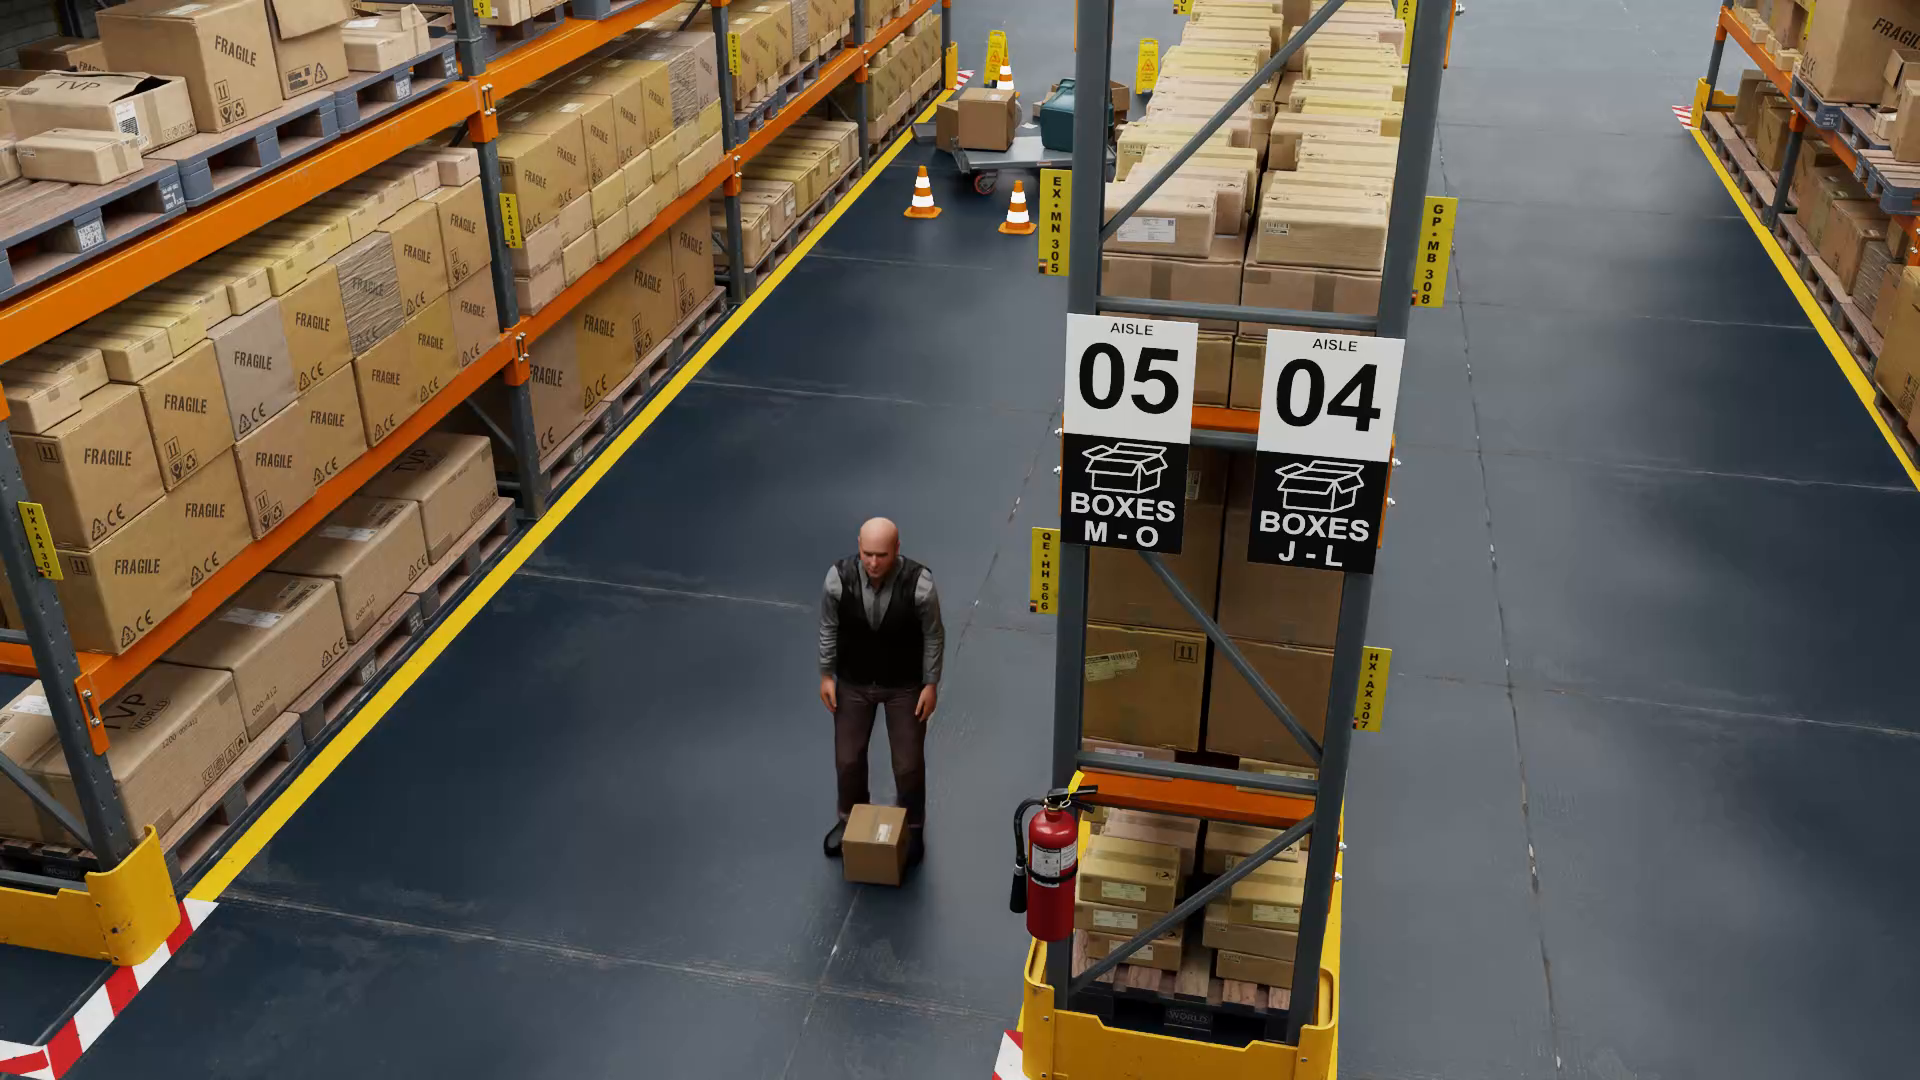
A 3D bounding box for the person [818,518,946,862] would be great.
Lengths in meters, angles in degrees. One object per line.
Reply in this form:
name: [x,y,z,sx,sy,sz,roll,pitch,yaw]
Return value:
person: [-0.349,0.640,7.474,0.571,1.721,0.422,4,29,8]
